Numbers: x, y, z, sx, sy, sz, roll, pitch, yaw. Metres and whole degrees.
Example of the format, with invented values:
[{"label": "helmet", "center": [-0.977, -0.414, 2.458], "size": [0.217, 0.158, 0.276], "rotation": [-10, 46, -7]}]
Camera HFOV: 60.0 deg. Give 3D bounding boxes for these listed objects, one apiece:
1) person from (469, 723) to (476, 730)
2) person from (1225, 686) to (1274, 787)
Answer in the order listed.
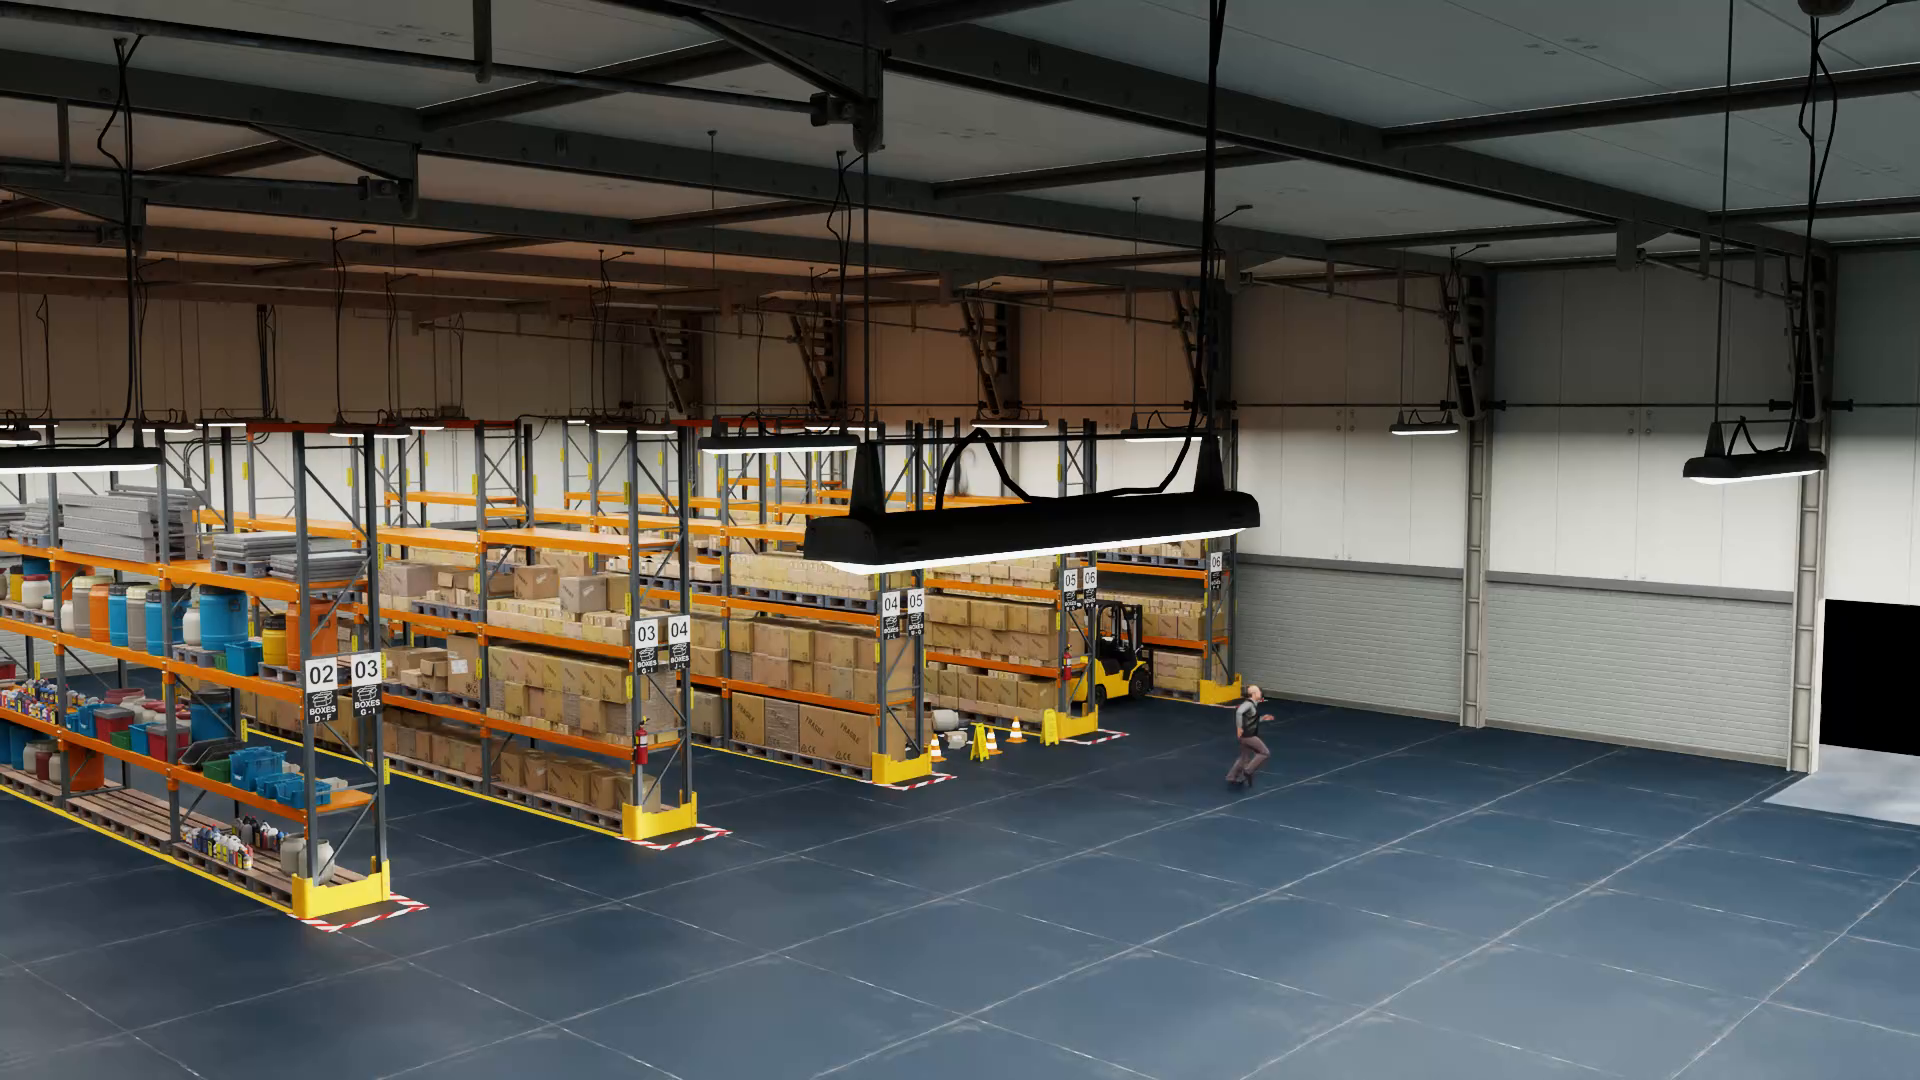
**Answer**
[{"label": "person", "center": [-9.136, 2.950, 31.557], "size": [0.804, 1.649, 0.591], "rotation": [3, 6, 35]}, {"label": "person", "center": [4.765, 3.233, 27.348], "size": [0.782, 1.673, 0.688], "rotation": [0, 5, 6]}]
